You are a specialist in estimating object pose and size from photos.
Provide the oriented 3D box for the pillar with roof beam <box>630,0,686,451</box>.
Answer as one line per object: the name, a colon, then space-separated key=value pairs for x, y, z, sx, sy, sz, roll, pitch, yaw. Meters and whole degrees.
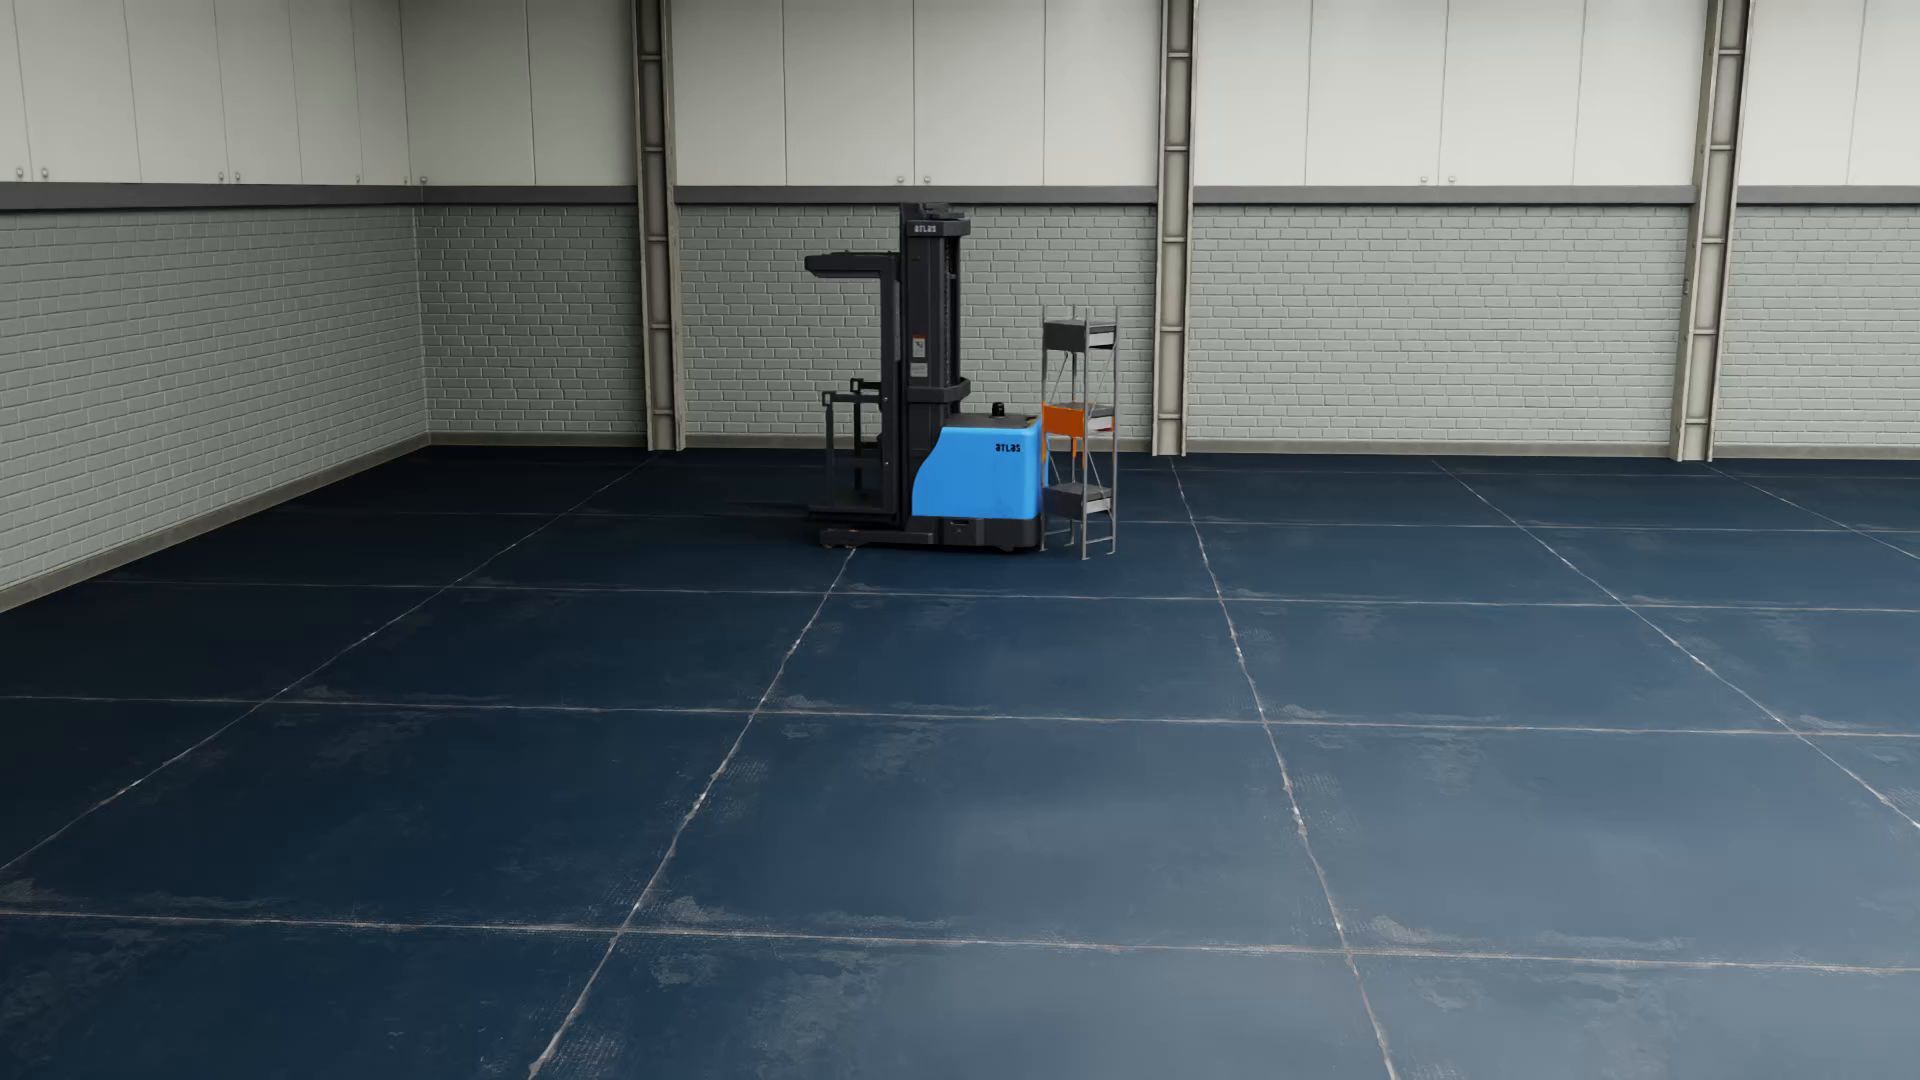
pillar with roof beam: x=-3.816 y=-4.624 z=14.896 sx=0.400 sy=9.000 sz=9.100 roll=1 pitch=12 yaw=4

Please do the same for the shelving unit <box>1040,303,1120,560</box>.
shelving unit: x=1.008 y=-0.922 z=14.049 sx=0.431 sy=2.100 sz=0.503 roll=-11 pitch=16 yaw=-42

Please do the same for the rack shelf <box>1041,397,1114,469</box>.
rack shelf: x=1.008 y=-0.909 z=14.051 sx=0.431 sy=0.518 sz=0.480 roll=-11 pitch=16 yaw=-42

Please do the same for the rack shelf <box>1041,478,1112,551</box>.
rack shelf: x=1.008 y=-0.224 z=14.195 sx=0.431 sy=0.518 sz=0.480 roll=-11 pitch=16 yaw=-42

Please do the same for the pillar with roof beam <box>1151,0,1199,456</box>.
pillar with roof beam: x=2.170 y=-4.542 z=14.504 sx=0.400 sy=9.000 sz=9.100 roll=1 pitch=12 yaw=4

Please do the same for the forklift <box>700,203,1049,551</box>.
forklift: x=-0.766 y=-1.461 z=14.593 sx=3.031 sy=2.935 sz=1.130 roll=2 pitch=12 yaw=10

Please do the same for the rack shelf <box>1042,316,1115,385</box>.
rack shelf: x=1.008 y=-1.594 z=13.908 sx=0.431 sy=0.518 sz=0.480 roll=-11 pitch=16 yaw=-42

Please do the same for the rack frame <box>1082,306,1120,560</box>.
rack frame: x=1.174 y=-0.886 z=13.873 sx=0.400 sy=2.100 sz=0.015 roll=-11 pitch=16 yaw=-42

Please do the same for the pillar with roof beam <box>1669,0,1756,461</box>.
pillar with roof beam: x=8.157 y=-4.460 z=14.111 sx=0.400 sy=9.000 sz=9.100 roll=1 pitch=12 yaw=4

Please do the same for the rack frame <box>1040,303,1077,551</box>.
rack frame: x=0.843 y=-0.959 z=14.224 sx=0.400 sy=2.100 sz=0.015 roll=-11 pitch=16 yaw=-42
